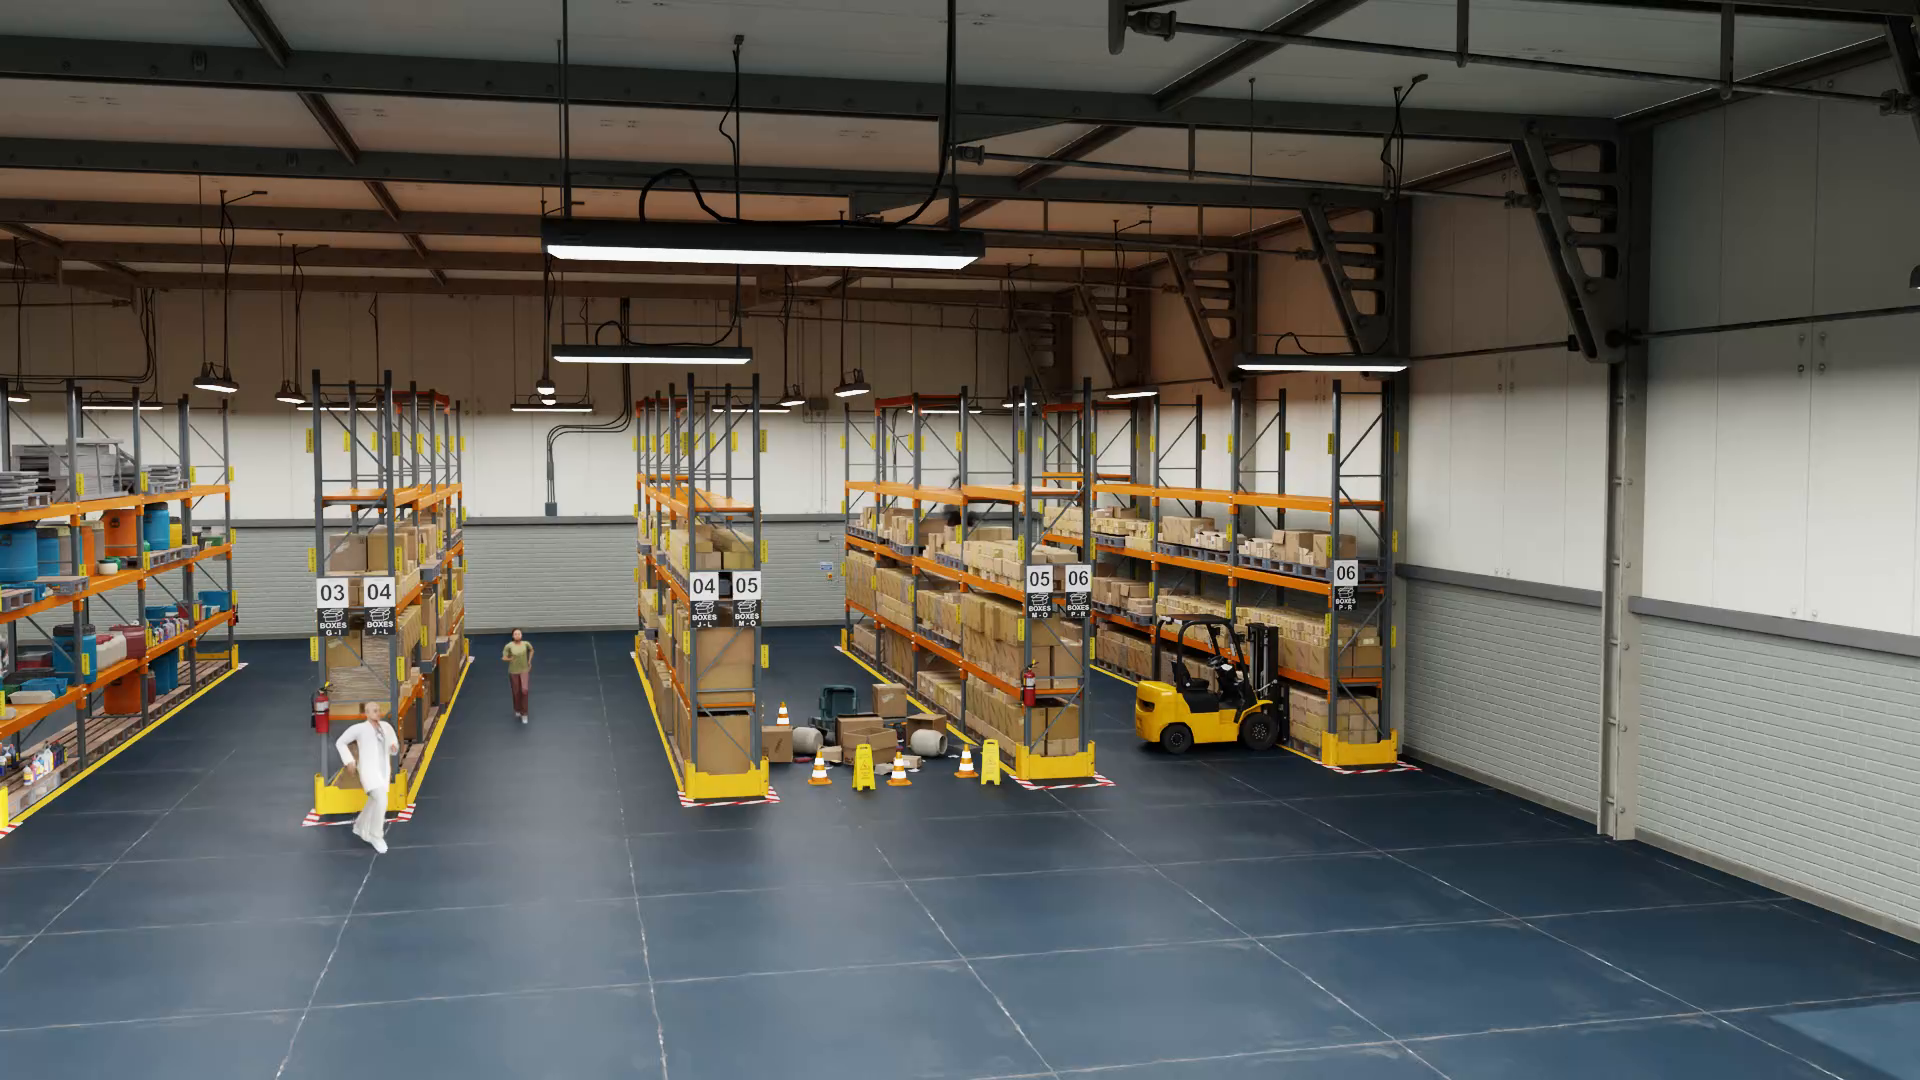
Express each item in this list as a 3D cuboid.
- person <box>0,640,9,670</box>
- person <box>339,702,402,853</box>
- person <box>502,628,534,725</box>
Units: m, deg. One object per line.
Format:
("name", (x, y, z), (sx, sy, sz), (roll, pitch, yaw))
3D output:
("person", (-17.515, 2.392, 30.008), (0.656, 1.783, 0.899), (-2, 4, -25))
("person", (-7.245, 2.919, 20.609), (0.850, 1.836, 0.681), (2, 4, 28))
("person", (-7.961, 2.431, 29.961), (0.567, 1.716, 0.862), (-1, 3, -17))
